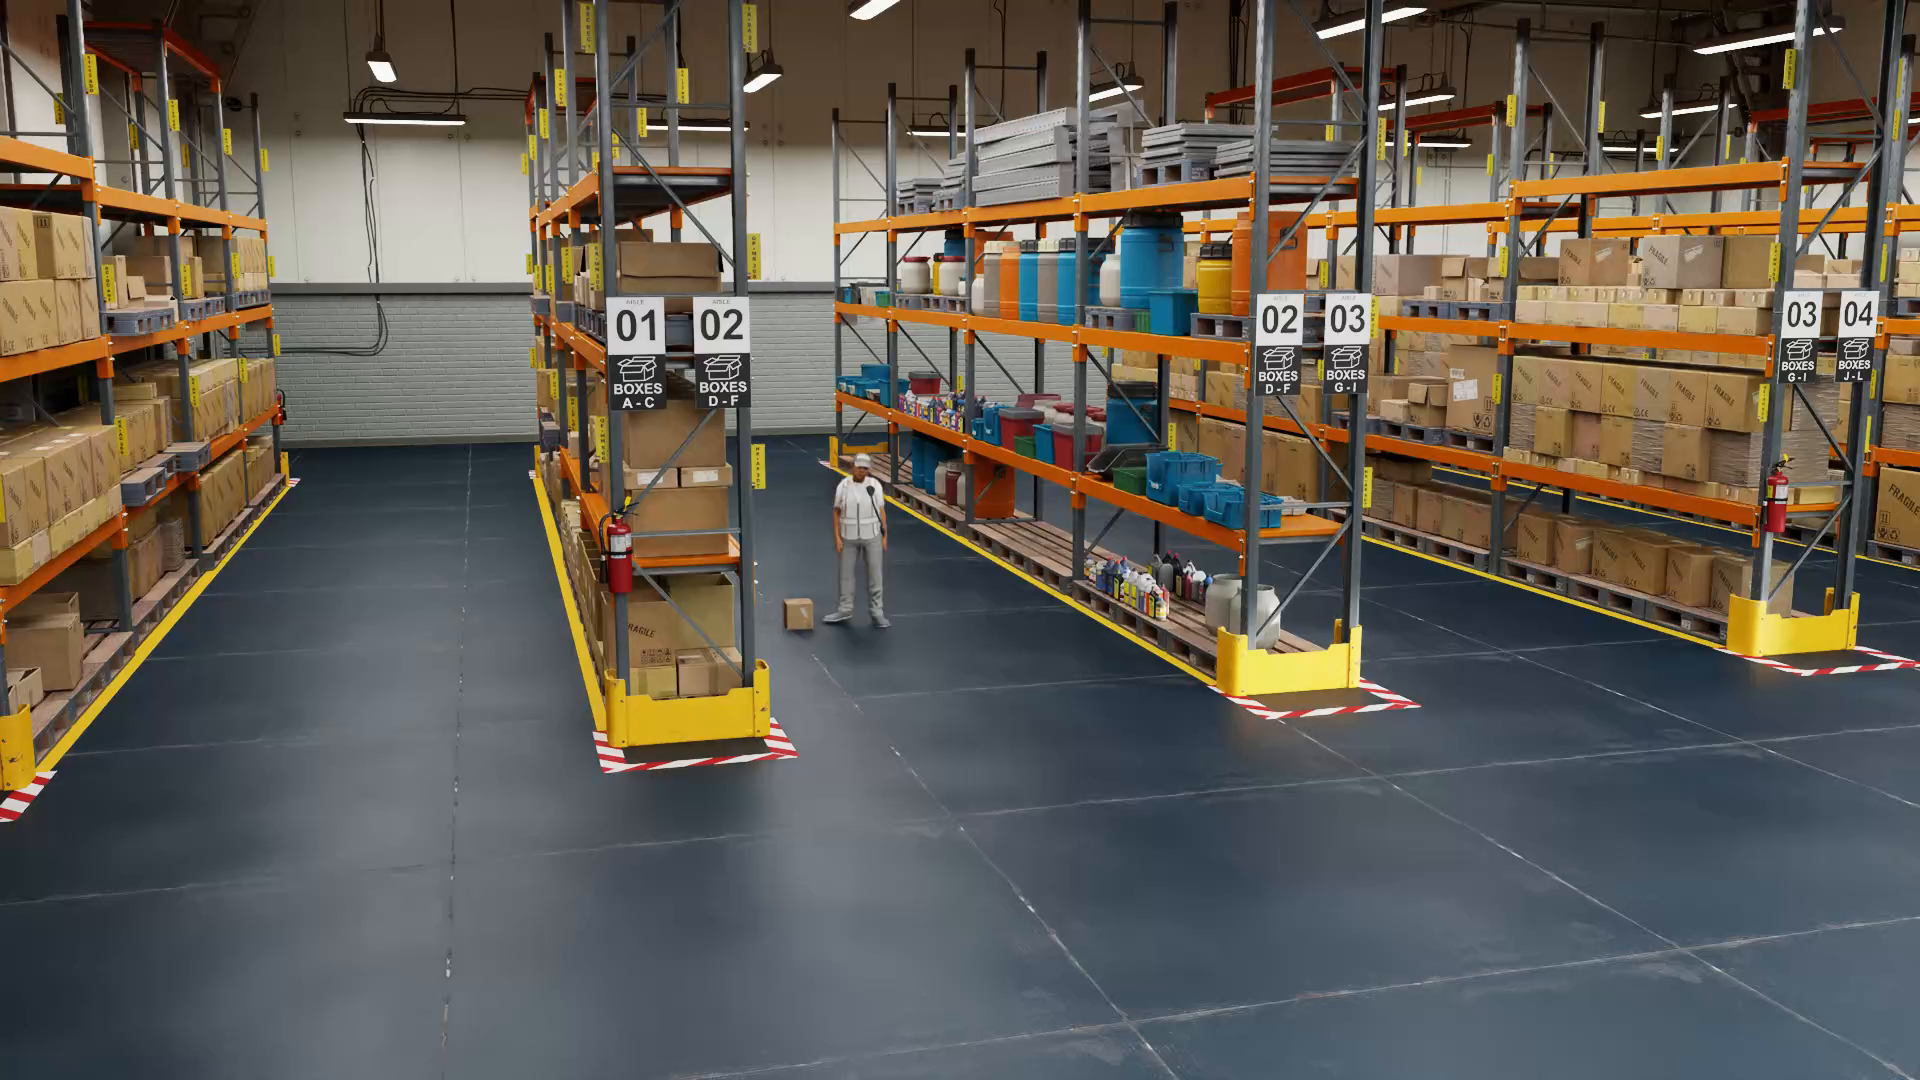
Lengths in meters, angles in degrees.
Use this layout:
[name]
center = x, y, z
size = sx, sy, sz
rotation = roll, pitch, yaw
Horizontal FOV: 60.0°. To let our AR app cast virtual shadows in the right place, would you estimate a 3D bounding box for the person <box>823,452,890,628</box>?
[person]
center = -0.994, -0.008, 15.880
size = 0.658, 1.669, 0.438
rotation = 0, 9, 2
